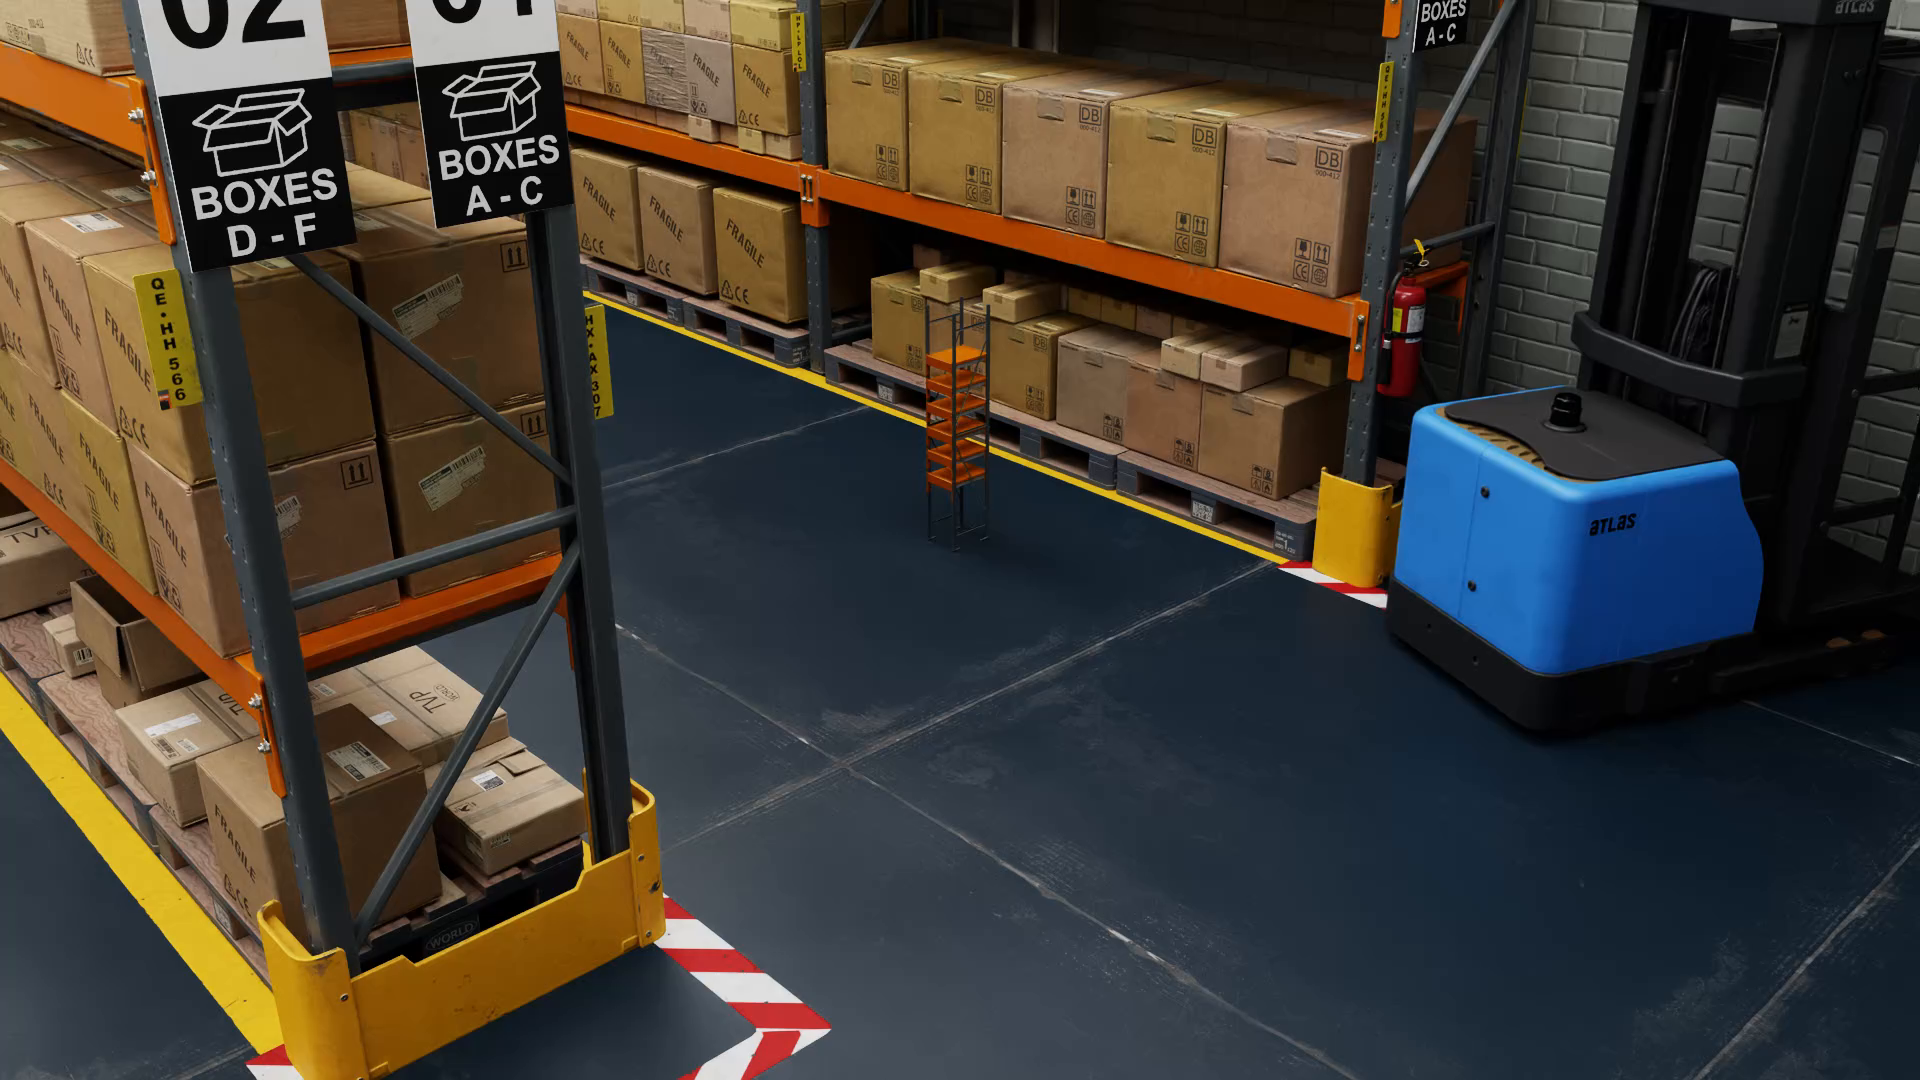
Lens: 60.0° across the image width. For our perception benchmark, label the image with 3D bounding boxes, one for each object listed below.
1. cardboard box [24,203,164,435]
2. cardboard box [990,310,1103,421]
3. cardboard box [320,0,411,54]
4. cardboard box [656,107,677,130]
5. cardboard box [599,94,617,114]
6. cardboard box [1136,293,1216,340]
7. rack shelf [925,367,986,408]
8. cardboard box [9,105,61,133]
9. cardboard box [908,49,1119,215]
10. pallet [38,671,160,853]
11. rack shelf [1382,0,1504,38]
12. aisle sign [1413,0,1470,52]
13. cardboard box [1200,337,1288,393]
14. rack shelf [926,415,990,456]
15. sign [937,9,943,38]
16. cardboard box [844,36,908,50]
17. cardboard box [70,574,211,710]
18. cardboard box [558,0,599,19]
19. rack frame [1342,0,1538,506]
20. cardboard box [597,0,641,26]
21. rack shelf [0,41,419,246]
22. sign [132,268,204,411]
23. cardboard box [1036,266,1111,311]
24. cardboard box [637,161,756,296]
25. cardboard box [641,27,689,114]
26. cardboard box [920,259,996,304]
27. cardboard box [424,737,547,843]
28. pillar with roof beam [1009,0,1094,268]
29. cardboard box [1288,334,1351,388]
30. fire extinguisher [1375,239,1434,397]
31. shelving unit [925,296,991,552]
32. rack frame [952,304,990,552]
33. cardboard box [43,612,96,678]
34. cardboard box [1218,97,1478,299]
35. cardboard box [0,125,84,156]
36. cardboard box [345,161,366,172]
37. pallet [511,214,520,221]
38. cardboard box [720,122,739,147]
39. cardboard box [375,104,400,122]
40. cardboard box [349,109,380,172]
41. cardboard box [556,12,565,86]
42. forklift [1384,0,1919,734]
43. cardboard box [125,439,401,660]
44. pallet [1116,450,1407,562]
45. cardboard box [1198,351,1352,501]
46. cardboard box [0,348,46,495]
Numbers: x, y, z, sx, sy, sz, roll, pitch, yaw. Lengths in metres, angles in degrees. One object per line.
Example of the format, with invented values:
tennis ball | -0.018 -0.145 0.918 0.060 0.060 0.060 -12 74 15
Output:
cardboard box | -2.279 -0.657 4.751 0.500 0.500 0.500 -20 31 -37
cardboard box | 0.578 -1.054 9.452 0.700 0.500 0.500 -20 31 -37
cardboard box | -1.593 -1.471 4.427 0.500 0.250 0.500 -21 32 -38
cardboard box | -1.822 -2.879 11.226 0.380 0.149 0.250 -22 33 -40
cardboard box | -2.326 -3.125 11.764 0.380 0.149 0.250 -21 32 -38
cardboard box | 1.174 -1.211 9.015 0.380 0.149 0.250 -21 32 -38
rack shelf | -0.010 -0.728 7.929 0.258 0.103 0.180 -21 32 -38
cardboard box | -3.275 -1.425 6.434 0.500 0.500 0.500 -22 32 -39
cardboard box | 0.306 -2.310 9.338 0.980 0.700 0.700 -22 33 -40
pallet | -2.855 0.688 6.488 1.003 0.211 1.213 -21 32 -38
rack shelf | 0.819 -2.997 8.458 1.077 0.370 4.000 -21 32 -38
aisle sign | 2.016 -2.429 6.829 0.394 0.787 0.004 -21 32 -38
cardboard box | 1.413 -0.873 8.274 0.380 0.149 0.250 -22 32 -39
rack shelf | -0.010 -0.510 8.029 0.258 0.103 0.180 -21 32 -38
sign | -0.144 -3.153 10.409 0.100 0.325 0.005 -21 32 -38
cardboard box | -0.679 -2.966 10.635 0.500 0.500 0.500 22 33 40
cardboard box | -2.874 0.345 6.358 0.797 0.503 0.637 -21 32 -38
cardboard box | -2.448 -3.785 11.525 0.500 0.250 0.500 -21 32 -38
rack frame | 2.186 -1.353 7.603 1.000 3.000 0.127 -21 32 -38
cardboard box | -2.094 -3.632 11.190 0.500 0.250 0.500 -22 33 -39
rack shelf | -2.795 -1.590 5.375 1.077 0.370 4.000 -21 32 -38
sign | -1.846 -0.466 3.882 0.100 0.325 0.005 -21 32 -38
cardboard box | 0.648 -1.443 9.524 0.380 0.149 0.250 -21 32 -38
cardboard box | -1.697 -2.207 11.557 0.750 0.750 0.750 -20 31 -37
cardboard box | -1.741 -3.130 10.994 0.500 0.500 0.500 -21 32 -38
cardboard box | -0.011 -1.503 9.655 0.380 0.149 0.250 -20 31 -37
cardboard box | -1.634 0.842 5.674 0.380 0.166 0.250 -21 32 -38
pillar with roof beam | -2.581 -4.107 6.410 9.100 9.000 0.400 -21 32 -38
cardboard box | 1.866 -0.905 8.344 0.380 0.149 0.250 -21 32 -38
fire extinguisher | 1.952 -0.972 7.309 0.296 0.674 0.183 -21 32 -38
shelving unit | -0.010 -0.550 8.011 0.258 1.200 0.189 -21 32 -38
rack frame | 0.053 -0.523 7.950 0.240 1.200 0.006 -21 32 -38
cardboard box | -3.434 0.378 6.691 0.380 0.166 0.250 -21 32 -38
cardboard box | 1.830 -1.641 7.873 0.980 0.700 0.700 -20 31 -36
cardboard box | -3.341 -1.125 5.776 0.500 0.500 0.500 -22 33 -40
cardboard box | -2.240 -0.966 5.428 0.500 0.500 0.500 -21 32 -38
pallet | -3.815 -2.746 14.014 1.003 0.211 1.213 -21 32 -38
cardboard box | -1.320 -2.643 10.708 0.380 0.149 0.250 -20 31 -37
cardboard box | -4.839 -3.886 14.732 0.500 0.250 0.500 -22 33 -40
cardboard box | -5.111 -3.691 15.209 0.700 0.500 0.500 -22 32 -39
cardboard box | -2.786 -3.586 11.993 0.500 0.500 0.500 -20 31 -37
forklift | 3.425 -0.950 6.800 3.031 2.935 1.130 -9 26 -20
cardboard box | -1.932 -0.051 4.627 0.500 0.500 0.500 -20 31 -37
pallet | 1.582 -0.305 8.664 1.003 0.211 1.213 -21 32 -38
cardboard box | 1.634 -0.591 8.437 0.700 0.500 0.500 -21 32 -38
cardboard box | -2.971 -0.513 5.639 0.500 0.500 0.500 -22 32 -39
